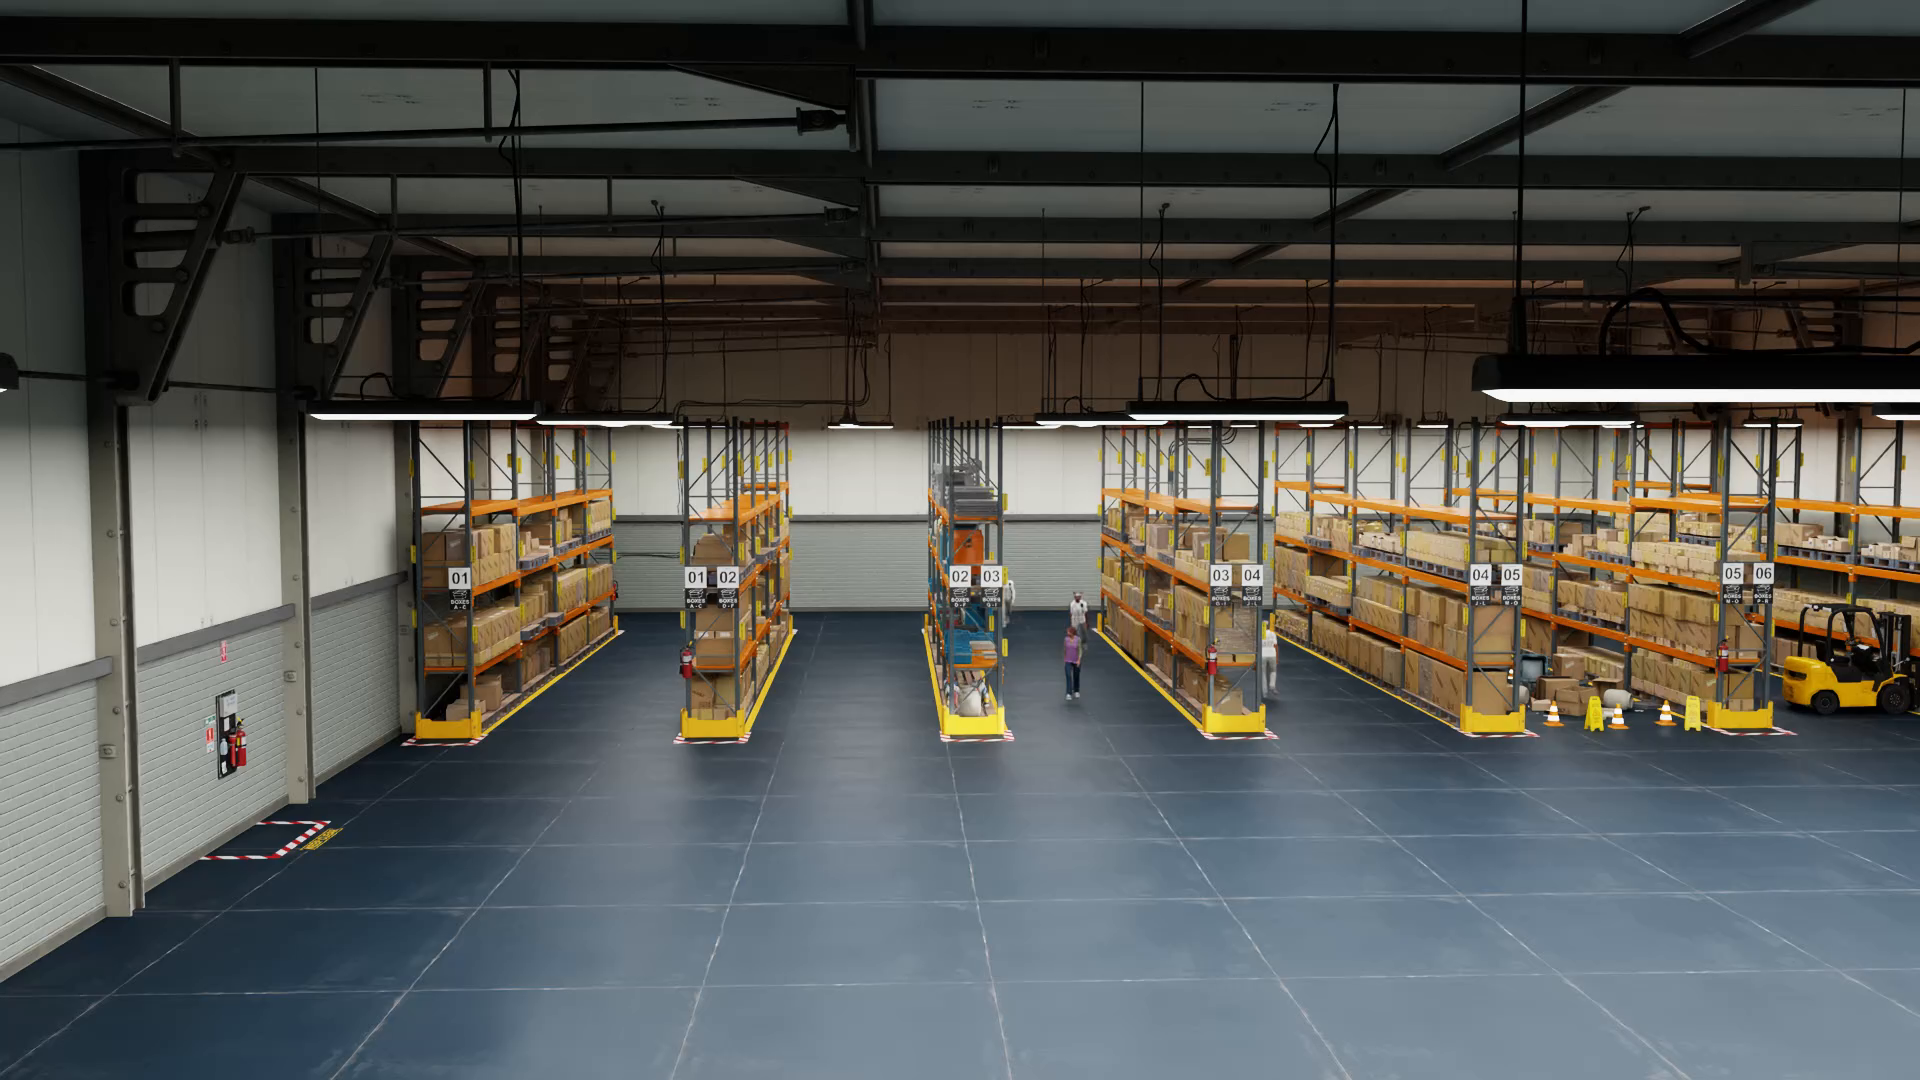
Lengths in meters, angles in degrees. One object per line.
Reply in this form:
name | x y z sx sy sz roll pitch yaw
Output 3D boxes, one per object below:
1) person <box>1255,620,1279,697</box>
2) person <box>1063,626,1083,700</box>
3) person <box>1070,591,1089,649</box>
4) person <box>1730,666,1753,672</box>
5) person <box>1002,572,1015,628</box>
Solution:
person | 6.604 2.554 35.823 0.530 1.654 0.462 0 4 6
person | 2.389 2.614 35.388 0.438 1.560 0.905 1 4 12
person | 3.021 2.035 41.982 0.479 1.523 0.904 0 4 6
person | 17.061 2.595 36.280 0.544 1.540 0.703 0 4 -1
person | 1.363 1.713 48.690 0.487 1.637 0.871 0 4 -5
